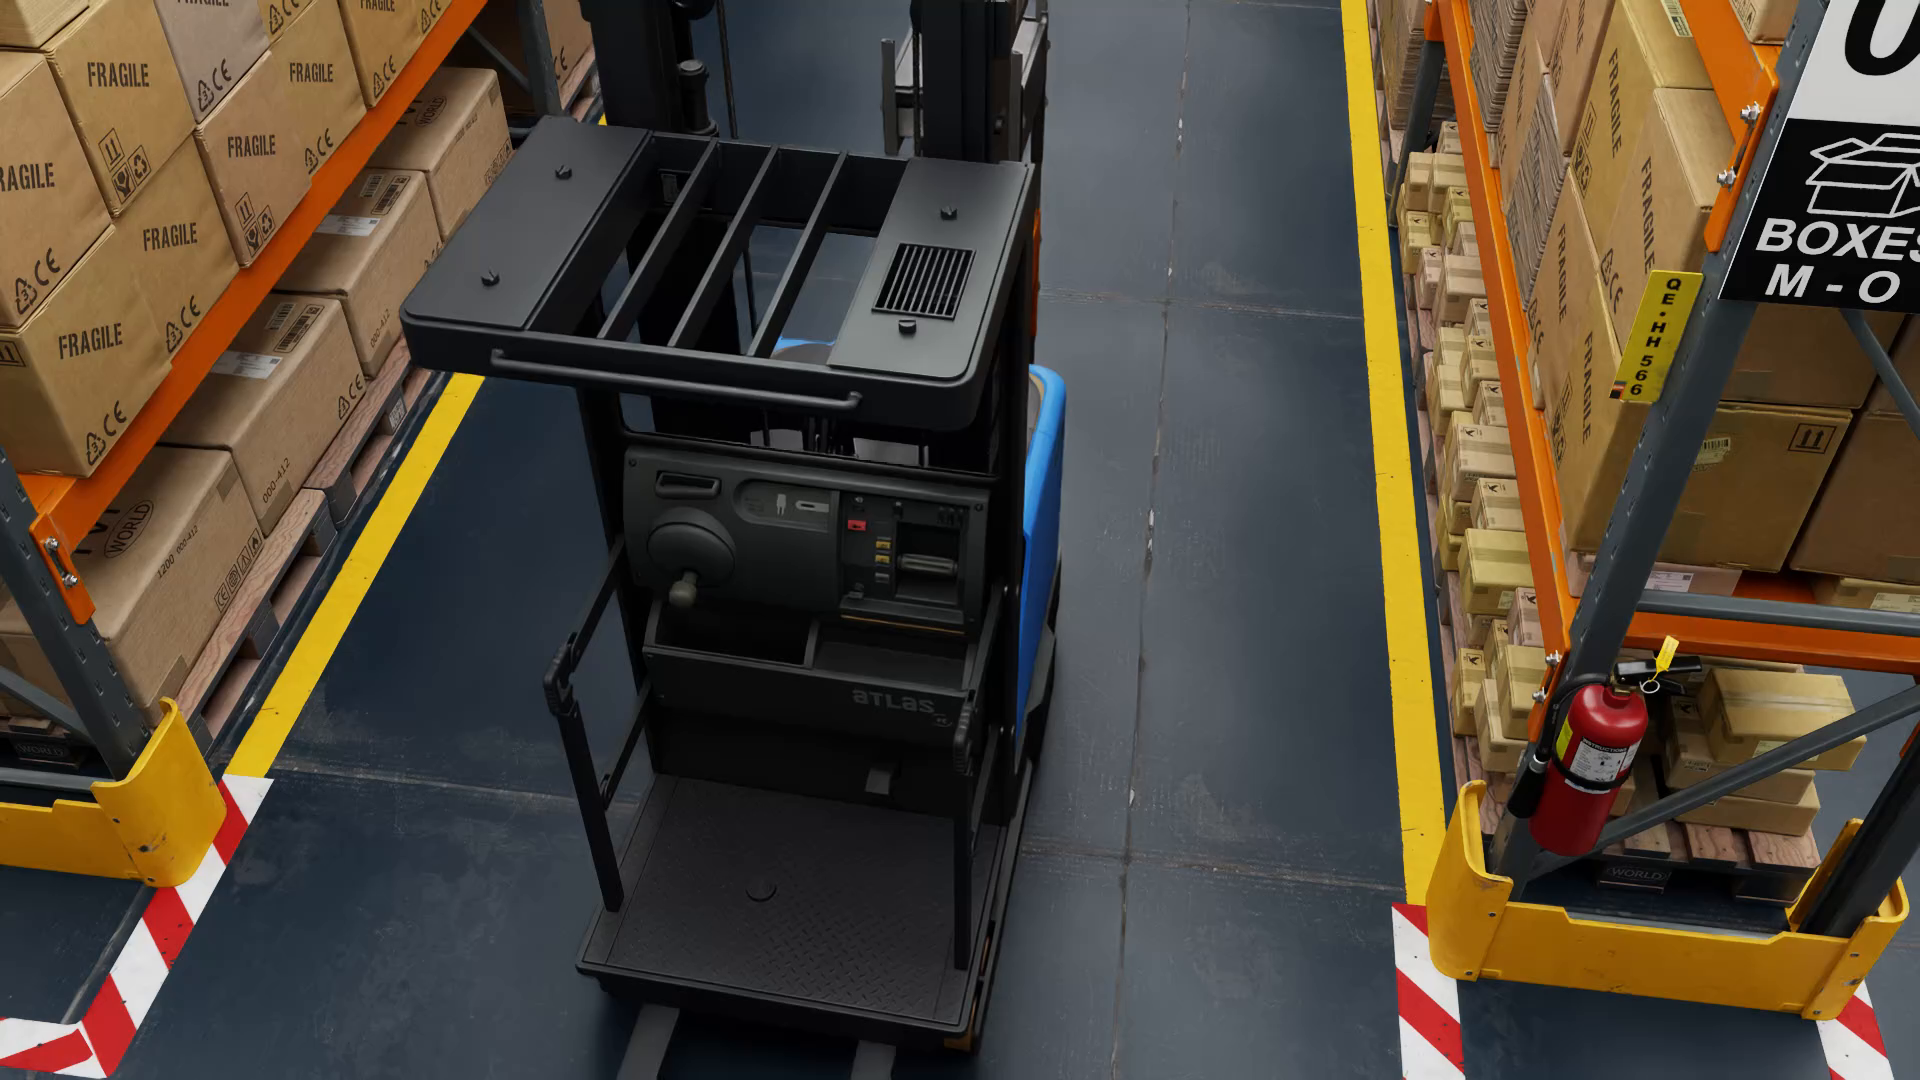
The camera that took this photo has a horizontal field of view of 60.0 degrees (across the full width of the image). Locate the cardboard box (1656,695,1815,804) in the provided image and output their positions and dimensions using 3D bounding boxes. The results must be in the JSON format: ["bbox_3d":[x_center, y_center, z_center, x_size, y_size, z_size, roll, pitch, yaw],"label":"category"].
[{"bbox_3d":[2.307,0.623,4.962,0.380,0.149,0.250,7,44,7],"label":"cardboard box"}]

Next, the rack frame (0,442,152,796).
[{"bbox_3d":[-2.937,-0.199,4.278,1.000,3.000,0.127,5,44,6],"label":"rack frame"}]

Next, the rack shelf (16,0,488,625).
[{"bbox_3d":[-2.673,-1.301,5.965,1.077,0.370,4.000,5,44,6],"label":"rack shelf"}]

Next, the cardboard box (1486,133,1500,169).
[{"bbox_3d":[2.024,-1.387,5.716,0.380,0.149,0.250,7,44,7],"label":"cardboard box"}]

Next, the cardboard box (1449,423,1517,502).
[{"bbox_3d":[1.878,-0.248,5.665,0.380,0.149,0.250,7,44,7],"label":"cardboard box"}]

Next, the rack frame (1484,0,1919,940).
[{"bbox_3d":[1.983,0.182,3.876,1.000,3.000,0.127,5,44,6],"label":"rack frame"}]

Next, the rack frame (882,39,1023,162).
[{"bbox_3d":[-0.023,-0.621,5.378,0.400,2.100,0.015,7,44,8],"label":"rack frame"}]

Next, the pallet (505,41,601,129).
[{"bbox_3d":[-2.381,-2.445,8.679,1.003,0.211,1.213,5,44,6],"label":"pallet"}]

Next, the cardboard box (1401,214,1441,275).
[{"bbox_3d":[2.110,-1.261,7.168,0.380,0.149,0.250,6,44,7],"label":"cardboard box"}]

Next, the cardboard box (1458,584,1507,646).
[{"bbox_3d":[1.837,0.217,5.391,0.380,0.149,0.250,4,44,4],"label":"cardboard box"}]

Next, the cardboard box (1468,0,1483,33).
[{"bbox_3d":[2.138,-2.036,5.929,0.500,0.500,0.500,5,44,5],"label":"cardboard box"}]

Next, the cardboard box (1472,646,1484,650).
[{"bbox_3d":[1.900,0.331,5.487,0.380,0.149,0.250,5,44,5],"label":"cardboard box"}]

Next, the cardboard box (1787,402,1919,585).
[{"bbox_3d":[2.316,-0.243,4.036,0.500,0.500,0.500,7,44,7],"label":"cardboard box"}]

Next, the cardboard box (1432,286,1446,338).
[{"bbox_3d":[2.145,-0.909,6.797,0.380,0.149,0.250,4,44,5],"label":"cardboard box"}]

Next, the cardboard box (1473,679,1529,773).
[{"bbox_3d":[1.770,0.571,5.017,0.380,0.149,0.250,4,44,4],"label":"cardboard box"}]

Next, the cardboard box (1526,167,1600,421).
[{"bbox_3d":[1.860,-0.642,4.458,0.500,0.500,0.500,5,44,5],"label":"cardboard box"}]

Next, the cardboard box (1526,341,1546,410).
[{"bbox_3d":[1.845,-0.489,4.767,0.380,0.149,0.250,6,44,7],"label":"cardboard box"}]

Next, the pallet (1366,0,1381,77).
[{"bbox_3d":[2.772,-2.896,9.155,1.003,0.211,1.213,5,44,6],"label":"pallet"}]

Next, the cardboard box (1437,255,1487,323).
[{"bbox_3d":[2.055,-0.956,6.414,0.380,0.149,0.250,6,44,6],"label":"cardboard box"}]

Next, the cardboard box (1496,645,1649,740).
[{"bbox_3d":[1.802,0.465,4.913,0.380,0.149,0.250,6,44,6],"label":"cardboard box"}]

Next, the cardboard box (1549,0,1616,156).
[{"bbox_3d":[1.924,-1.360,4.489,0.500,0.500,0.500,7,44,8],"label":"cardboard box"}]

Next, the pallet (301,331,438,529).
[{"bbox_3d":[-2.745,-0.567,6.696,1.003,0.211,1.213,5,44,6],"label":"pallet"}]

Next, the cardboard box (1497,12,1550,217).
[{"bbox_3d":[1.994,-1.328,5.181,0.500,0.500,0.500,7,44,8],"label":"cardboard box"}]

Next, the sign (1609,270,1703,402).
[{"bbox_3d":[1.435,-0.417,3.437,0.100,0.325,0.005,5,44,6],"label":"sign"}]

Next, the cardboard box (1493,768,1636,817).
[{"bbox_3d":[1.846,0.687,5.111,0.380,0.149,0.250,6,44,6],"label":"cardboard box"}]

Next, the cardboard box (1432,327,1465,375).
[{"bbox_3d":[2.011,-0.666,6.323,0.380,0.149,0.250,5,44,5],"label":"cardboard box"}]

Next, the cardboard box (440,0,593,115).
[{"bbox_3d":[-2.406,-2.736,8.197,0.875,0.875,0.875,6,44,7],"label":"cardboard box"}]

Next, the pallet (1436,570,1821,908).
[{"bbox_3d":[2.135,0.593,5.471,1.003,0.211,1.213,5,44,6],"label":"pallet"}]

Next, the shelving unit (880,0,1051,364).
[{"bbox_3d":[0.023,-0.785,5.552,0.431,2.100,0.503,7,44,8],"label":"shelving unit"}]

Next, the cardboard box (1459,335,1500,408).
[{"bbox_3d":[2.029,-0.598,6.036,0.380,0.149,0.250,5,44,6],"label":"cardboard box"}]

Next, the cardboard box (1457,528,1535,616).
[{"bbox_3d":[1.800,0.111,5.286,0.380,0.149,0.250,4,44,5],"label":"cardboard box"}]

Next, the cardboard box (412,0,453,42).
[{"bbox_3d":[-2.279,-2.271,6.394,0.500,0.500,0.500,4,44,4],"label":"cardboard box"}]

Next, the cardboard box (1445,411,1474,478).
[{"bbox_3d":[1.945,-0.310,5.948,0.380,0.149,0.250,7,44,8],"label":"cardboard box"}]

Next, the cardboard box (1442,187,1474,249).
[{"bbox_3d":[2.181,-1.302,6.779,0.380,0.149,0.250,5,44,5],"label":"cardboard box"}]

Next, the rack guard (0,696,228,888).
[{"bbox_3d":[-2.940,0.725,5.121,1.175,0.500,0.348,5,44,6],"label":"rack guard"}]

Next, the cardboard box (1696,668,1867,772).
[{"bbox_3d":[2.389,0.523,4.852,0.380,0.149,0.250,3,44,4],"label":"cardboard box"}]

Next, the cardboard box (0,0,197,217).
[{"bbox_3d":[-2.530,-1.252,4.591,0.500,0.500,0.500,4,44,4],"label":"cardboard box"}]

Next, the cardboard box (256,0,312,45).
[{"bbox_3d":[-2.404,-1.944,5.321,0.500,0.500,0.500,5,44,6],"label":"cardboard box"}]

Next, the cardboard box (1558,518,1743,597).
[{"bbox_3d":[1.746,0.026,4.224,0.380,0.149,0.250,5,44,6],"label":"cardboard box"}]

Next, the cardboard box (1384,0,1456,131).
[{"bbox_3d":[2.360,-2.316,8.027,0.500,0.500,0.500,4,44,5],"label":"cardboard box"}]

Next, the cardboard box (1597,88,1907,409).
[{"bbox_3d":[1.797,-0.660,3.749,0.500,0.500,0.500,4,44,5],"label":"cardboard box"}]

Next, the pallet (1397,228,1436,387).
[{"bbox_3d":[2.458,-1.070,7.227,1.003,0.211,1.213,5,44,6],"label":"pallet"}]

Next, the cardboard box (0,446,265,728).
[{"bbox_3d":[-2.949,0.120,5.500,0.875,0.438,0.875,4,44,4],"label":"cardboard box"}]

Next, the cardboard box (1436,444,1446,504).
[{"bbox_3d":[1.947,-0.203,6.051,0.380,0.149,0.250,6,44,6],"label":"cardboard box"}]

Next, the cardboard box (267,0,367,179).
[{"bbox_3d":[-2.415,-1.571,5.655,0.500,0.500,0.500,7,44,7],"label":"cardboard box"}]

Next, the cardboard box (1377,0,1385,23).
[{"bbox_3d":[2.500,-3.015,8.765,0.500,0.500,0.500,4,44,5],"label":"cardboard box"}]

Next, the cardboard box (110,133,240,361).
[{"bbox_3d":[-2.550,-0.883,4.929,0.500,0.500,0.500,5,44,5],"label":"cardboard box"}]

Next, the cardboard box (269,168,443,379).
[{"bbox_3d":[-2.715,-1.119,6.808,0.875,0.438,0.875,4,44,4],"label":"cardboard box"}]

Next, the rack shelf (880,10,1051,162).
[{"bbox_3d":[0.023,-1.284,5.080,0.431,0.518,0.480,7,44,8],"label":"rack shelf"}]

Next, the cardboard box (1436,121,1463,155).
[{"bbox_3d":[2.261,-1.661,7.158,0.380,0.149,0.250,7,44,7],"label":"cardboard box"}]

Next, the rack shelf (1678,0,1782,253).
[{"bbox_3d":[2.247,-2.009,4.531,1.077,0.370,4.000,5,44,6],"label":"rack shelf"}]

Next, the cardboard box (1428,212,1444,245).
[{"bbox_3d":[2.202,-1.371,7.068,0.380,0.149,0.250,6,44,6],"label":"cardboard box"}]

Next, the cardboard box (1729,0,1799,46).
[{"bbox_3d":[1.781,-1.187,3.249,0.500,0.250,0.500,4,44,5],"label":"cardboard box"}]

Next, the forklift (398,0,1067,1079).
[{"bbox_3d":[-0.430,0.099,4.013,1.130,2.935,3.031,7,44,8],"label":"forklift"}]

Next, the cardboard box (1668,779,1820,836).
[{"bbox_3d":[2.370,0.737,5.058,0.380,0.149,0.250,6,44,6],"label":"cardboard box"}]
